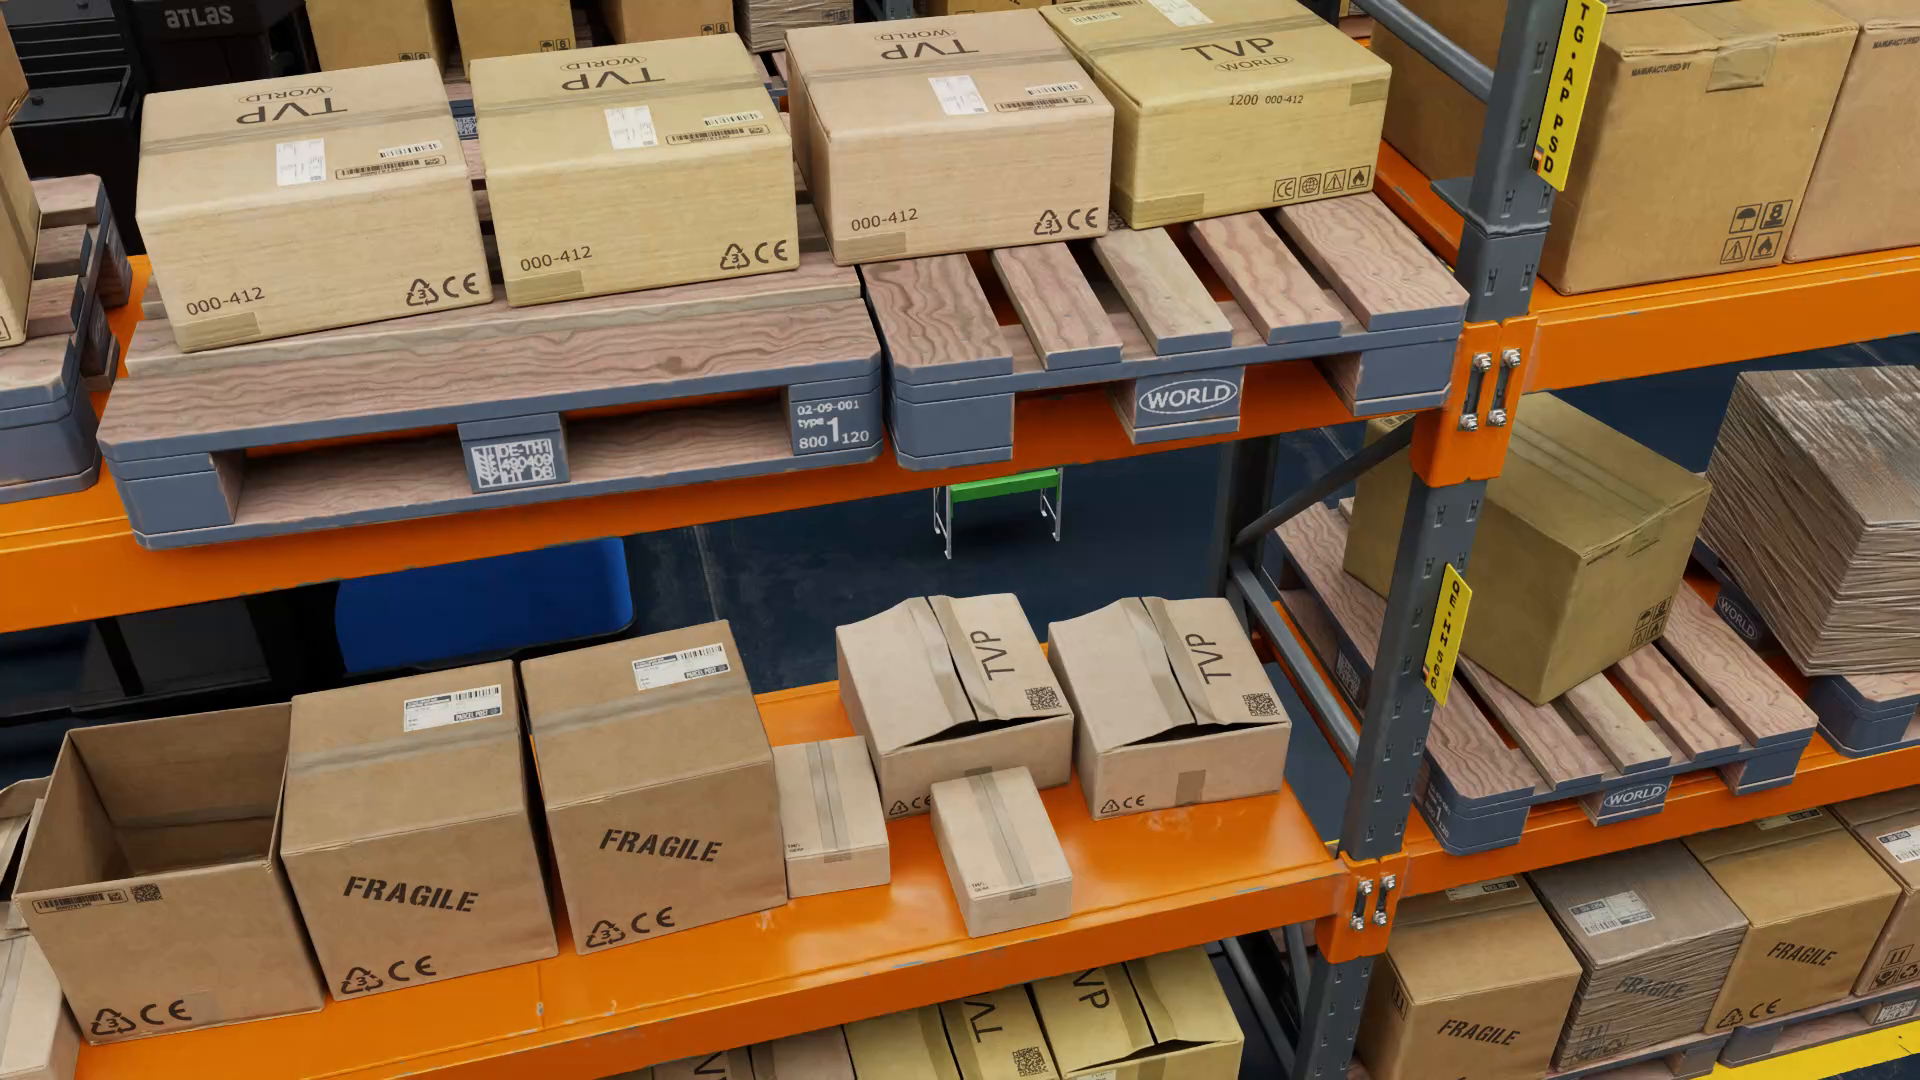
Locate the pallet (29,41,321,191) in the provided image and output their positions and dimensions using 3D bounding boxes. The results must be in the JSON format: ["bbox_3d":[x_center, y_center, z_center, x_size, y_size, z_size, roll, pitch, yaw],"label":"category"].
[{"bbox_3d":[-3.490,-1.889,7.409,1.213,0.211,1.003,-9,38,-12],"label":"pallet"}]

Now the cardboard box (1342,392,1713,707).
[{"bbox_3d":[1.470,-0.031,4.393,0.500,0.500,0.700,-23,43,-27],"label":"cardboard box"}]

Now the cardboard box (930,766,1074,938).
[{"bbox_3d":[0.095,0.746,4.013,0.250,0.149,0.380,-9,38,-12],"label":"cardboard box"}]

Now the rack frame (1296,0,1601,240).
[{"bbox_3d":[0.891,-2.041,2.512,0.127,3.000,1.000,-9,38,-12],"label":"rack frame"}]

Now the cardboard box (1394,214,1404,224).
[{"bbox_3d":[2.007,-2.188,9.065,0.750,0.750,0.750,-8,38,-11],"label":"cardboard box"}]

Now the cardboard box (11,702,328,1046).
[{"bbox_3d":[-1.716,0.740,3.731,0.500,0.500,0.500,-7,38,-9],"label":"cardboard box"}]

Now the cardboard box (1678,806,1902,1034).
[{"bbox_3d":[2.395,1.093,5.048,0.500,0.500,0.500,-10,38,-13],"label":"cardboard box"}]

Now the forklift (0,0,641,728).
[{"bbox_3d":[-2.811,-0.662,5.703,3.031,2.935,1.130,-9,38,-11],"label":"forklift"}]

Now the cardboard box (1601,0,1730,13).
[{"bbox_3d":[1.314,-1.352,3.175,0.500,0.500,0.500,-9,38,-12],"label":"cardboard box"}]

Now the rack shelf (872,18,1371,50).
[{"bbox_3d":[1.527,-2.594,8.765,4.000,0.370,1.077,-9,38,-12],"label":"rack shelf"}]

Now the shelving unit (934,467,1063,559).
[{"bbox_3d":[0.160,-0.503,6.920,0.503,1.200,0.258,-9,38,-12],"label":"shelving unit"}]

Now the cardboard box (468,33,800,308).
[{"bbox_3d":[-0.589,-0.674,2.972,0.500,0.250,0.500,-10,39,-13],"label":"cardboard box"}]

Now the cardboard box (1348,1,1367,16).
[{"bbox_3d":[2.101,-2.981,8.334,0.500,0.500,0.500,-9,38,-12],"label":"cardboard box"}]

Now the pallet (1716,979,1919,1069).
[{"bbox_3d":[2.797,1.162,5.557,1.213,0.211,1.003,-9,38,-12],"label":"pallet"}]

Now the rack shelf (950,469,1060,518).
[{"bbox_3d":[0.160,-0.261,7.104,0.480,0.148,0.258,-9,38,-12],"label":"rack shelf"}]

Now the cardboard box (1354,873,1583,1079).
[{"bbox_3d":[1.405,1.255,4.835,0.500,0.500,0.500,-8,38,-10],"label":"cardboard box"}]

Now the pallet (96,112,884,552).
[{"bbox_3d":[-0.819,-0.436,3.038,1.213,0.211,1.003,-8,38,-10],"label":"pallet"}]

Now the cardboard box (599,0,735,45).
[{"bbox_3d":[-1.387,-2.593,7.727,0.500,0.500,0.700,-13,39,-16],"label":"cardboard box"}]

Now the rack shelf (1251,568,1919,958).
[{"bbox_3d":[2.822,0.311,4.967,4.000,0.370,1.077,-9,38,-12],"label":"rack shelf"}]

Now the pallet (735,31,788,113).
[{"bbox_3d":[-1.064,-2.312,7.961,1.003,0.211,1.213,-9,38,-12],"label":"pallet"}]

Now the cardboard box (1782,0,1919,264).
[{"bbox_3d":[1.796,-1.059,3.615,0.500,0.500,0.910,-9,38,-12],"label":"cardboard box"}]

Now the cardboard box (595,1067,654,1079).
[{"bbox_3d":[-1.023,1.514,4.258,0.500,0.311,0.500,-8,38,-11],"label":"cardboard box"}]

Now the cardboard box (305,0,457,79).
[{"bbox_3d":[-2.596,-2.412,7.490,0.500,0.500,0.700,-4,38,-6],"label":"cardboard box"}]

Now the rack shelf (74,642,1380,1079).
[{"bbox_3d":[-1.040,0.944,4.139,4.000,0.370,1.077,-9,38,-12],"label":"rack shelf"}]

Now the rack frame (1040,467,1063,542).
[{"bbox_3d":[0.395,-0.541,6.970,0.015,1.200,0.240,-9,38,-12],"label":"rack frame"}]

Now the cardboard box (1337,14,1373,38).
[{"bbox_3d":[1.967,-2.710,8.514,0.250,0.149,0.380,-10,39,-13],"label":"cardboard box"}]

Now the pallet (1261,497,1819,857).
[{"bbox_3d":[1.527,0.269,4.587,1.003,0.211,1.213,-9,38,-12],"label":"pallet"}]

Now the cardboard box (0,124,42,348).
[{"bbox_3d":[-1.844,-0.504,2.749,0.500,0.250,0.500,-13,39,-16],"label":"cardboard box"}]

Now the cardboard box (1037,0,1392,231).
[{"bbox_3d":[0.468,-0.852,3.204,0.500,0.250,0.500,-12,39,-15],"label":"cardboard box"}]

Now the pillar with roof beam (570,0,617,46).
[{"bbox_3d":[-0.762,-2.722,3.403,0.400,9.000,9.100,-9,38,-12],"label":"pillar with roof beam"}]

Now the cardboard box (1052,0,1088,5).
[{"bbox_3d":[0.640,-2.734,8.011,0.500,0.500,0.500,-8,38,-10],"label":"cardboard box"}]

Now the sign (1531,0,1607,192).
[{"bbox_3d":[1.028,-0.760,2.815,0.005,0.325,0.100,-9,38,-12],"label":"sign"}]

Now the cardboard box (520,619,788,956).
[{"bbox_3d":[-0.724,0.577,3.944,0.500,0.500,0.500,-11,39,-14],"label":"cardboard box"}]

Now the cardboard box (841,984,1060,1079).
[{"bbox_3d":[-0.050,1.358,4.462,0.500,0.311,0.500,-10,39,-13],"label":"cardboard box"}]

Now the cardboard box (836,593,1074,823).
[{"bbox_3d":[-0.023,0.405,4.325,0.500,0.311,0.500,-10,38,-12],"label":"cardboard box"}]
